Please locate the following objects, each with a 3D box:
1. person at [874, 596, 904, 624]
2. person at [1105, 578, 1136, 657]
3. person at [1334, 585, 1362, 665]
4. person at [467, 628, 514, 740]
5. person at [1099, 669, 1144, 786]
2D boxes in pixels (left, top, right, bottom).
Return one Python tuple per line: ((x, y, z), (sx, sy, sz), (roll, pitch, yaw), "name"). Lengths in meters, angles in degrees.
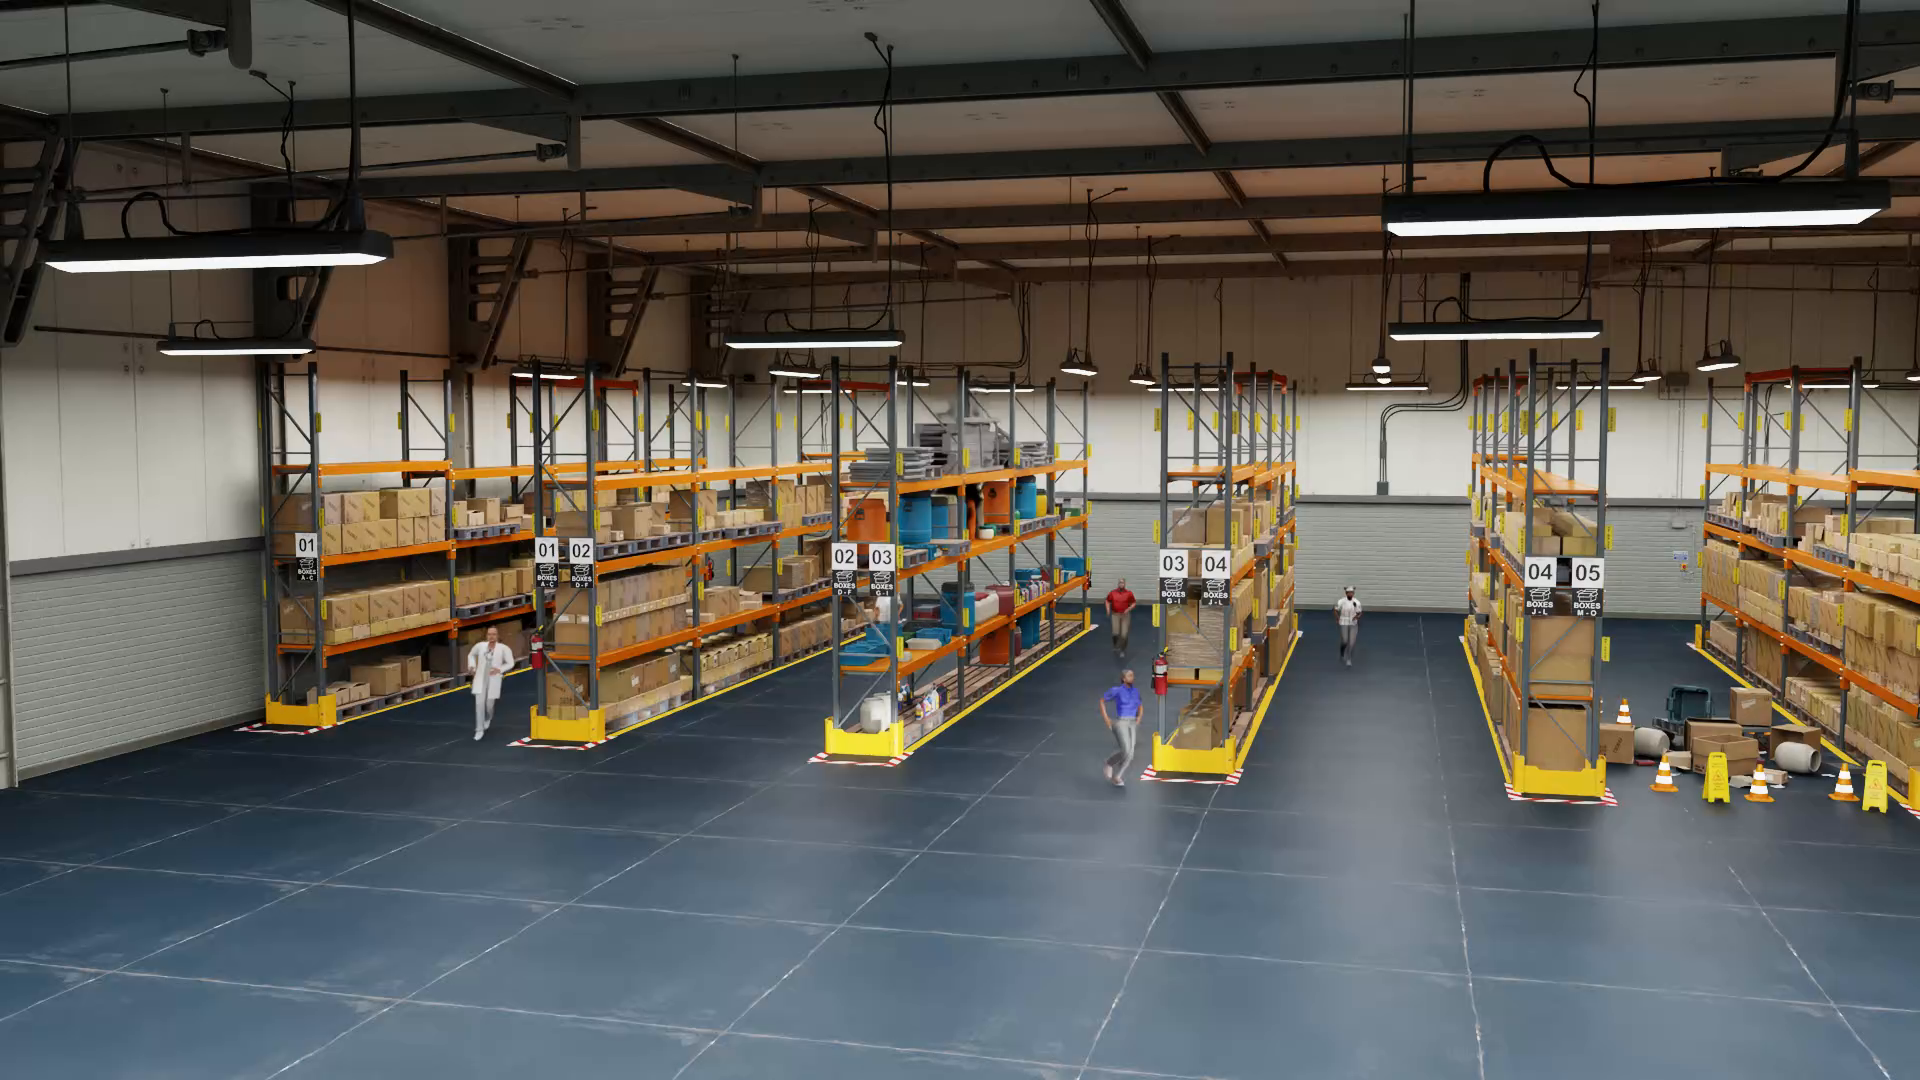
((-1.507, 1.727, 35.072), (0.607, 1.667, 0.841), (0, 4, 5), "person")
((3.429, 1.667, 35.494), (0.657, 1.686, 0.590), (0, 4, 5), "person")
((8.008, 1.760, 34.270), (0.561, 1.661, 0.562), (0, 4, 7), "person")
((-7.529, 2.278, 26.683), (0.752, 1.758, 0.868), (0, 4, -6), "person")
((2.307, 2.592, 23.040), (0.620, 1.596, 0.505), (-3, 5, -35), "person")
